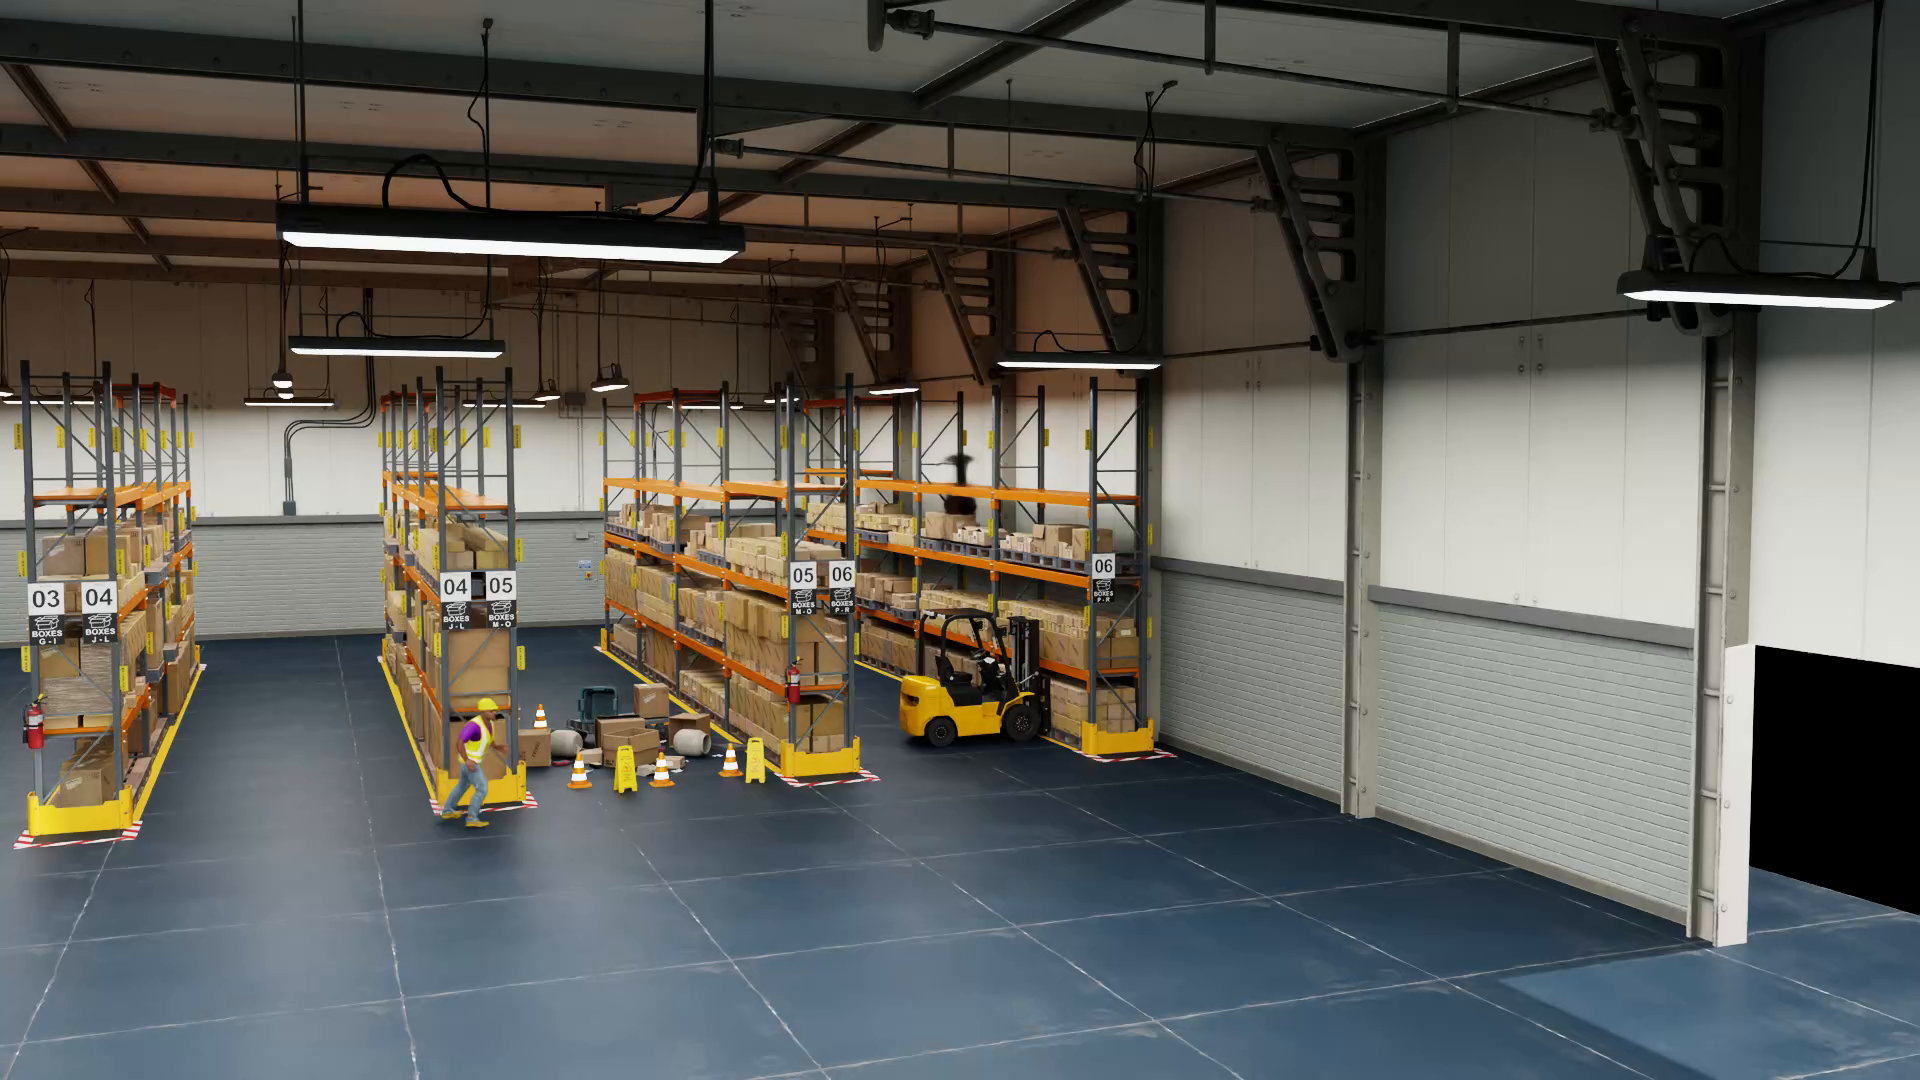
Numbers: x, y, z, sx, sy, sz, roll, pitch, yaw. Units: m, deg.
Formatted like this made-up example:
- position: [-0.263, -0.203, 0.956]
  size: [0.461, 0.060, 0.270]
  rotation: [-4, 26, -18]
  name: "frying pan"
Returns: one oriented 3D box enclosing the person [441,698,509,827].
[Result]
- position: [-6.321, 2.873, 21.564]
  size: [0.895, 1.682, 0.726]
  rotation: [0, 3, -4]
  name: "person"
